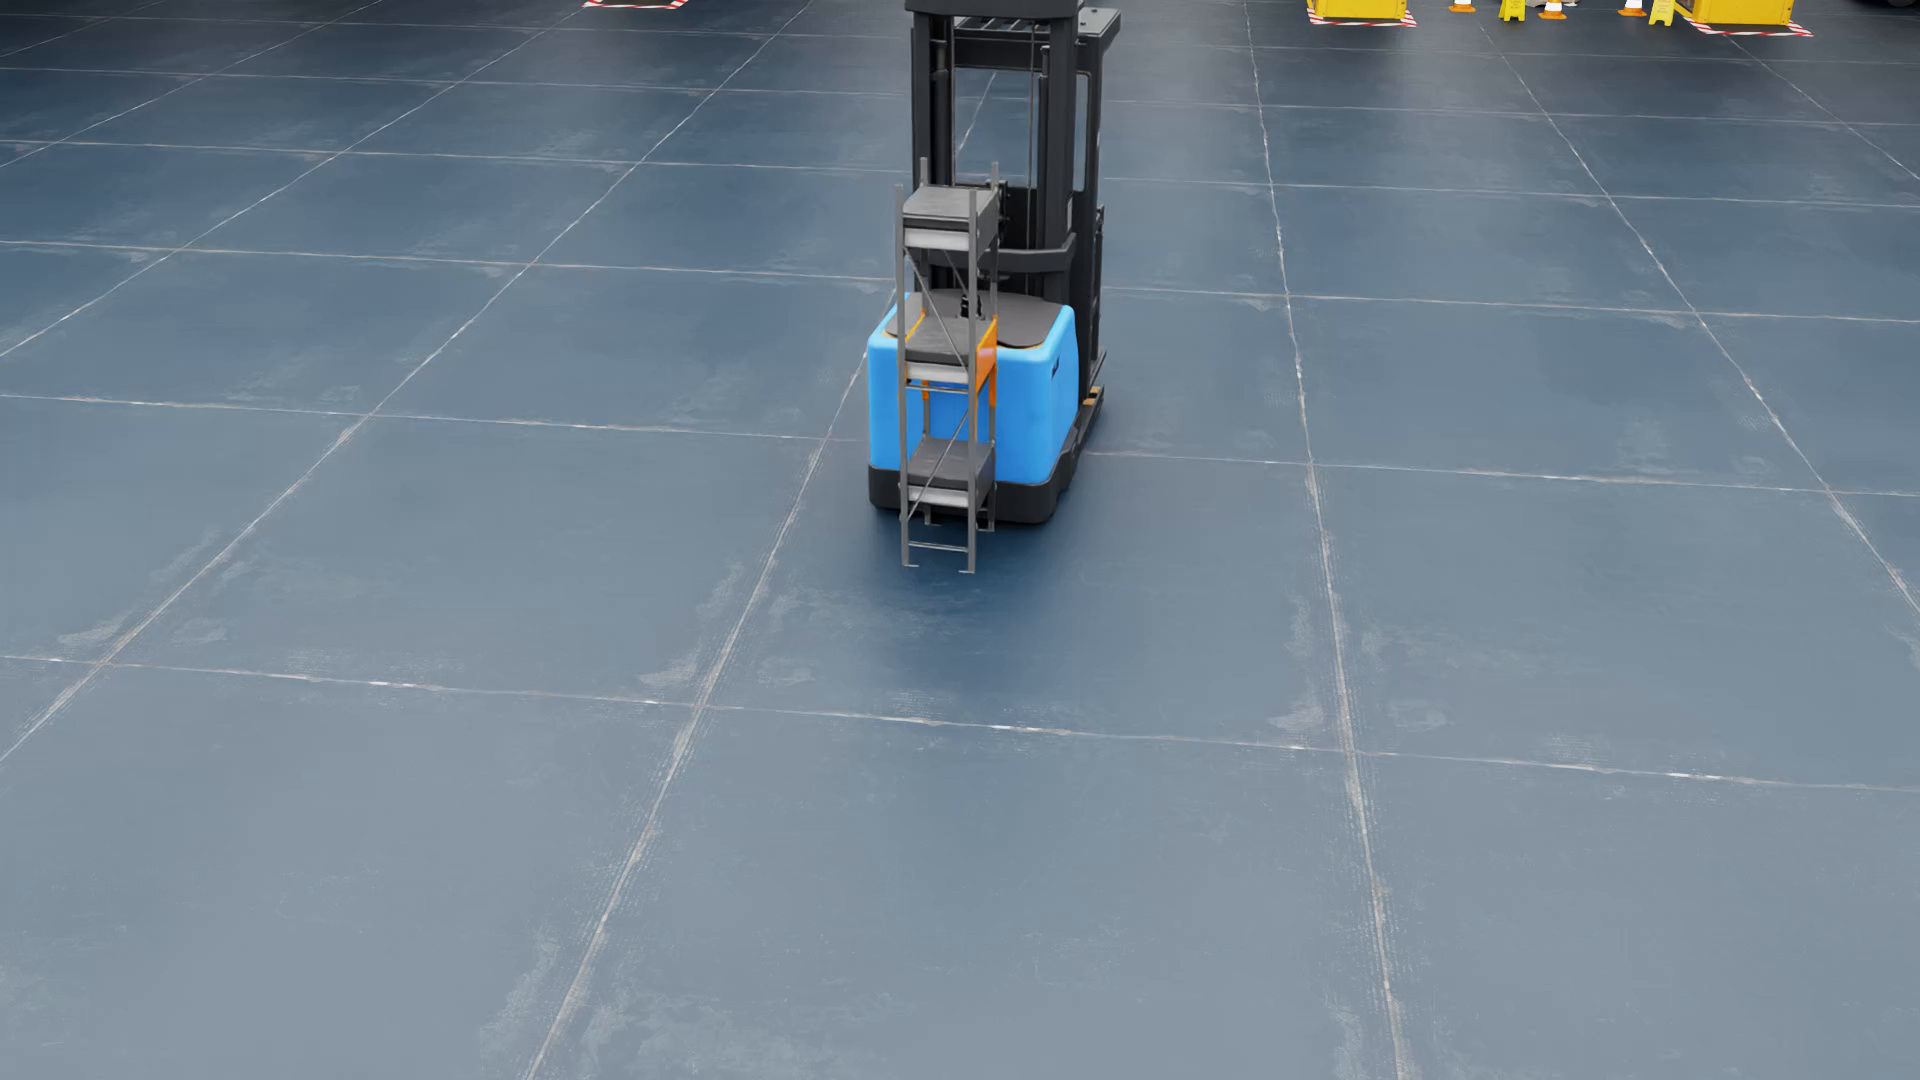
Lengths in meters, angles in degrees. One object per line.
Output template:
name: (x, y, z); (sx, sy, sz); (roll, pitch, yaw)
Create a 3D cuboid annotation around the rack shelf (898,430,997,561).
rack shelf: (-0.061, -0.246, 8.997); (0.431, 0.518, 0.480); (6, 29, 12)

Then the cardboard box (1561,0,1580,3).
cardboard box: (8.446, -7.616, 23.229); (0.380, 0.149, 0.250); (20, 34, 32)

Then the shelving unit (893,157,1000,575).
shelving unit: (-0.061, -0.874, 8.659); (0.431, 2.100, 0.503); (6, 29, 12)

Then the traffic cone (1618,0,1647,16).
traffic cone: (9.063, -7.297, 22.307); (0.336, 0.463, 0.334); (3, 28, 6)

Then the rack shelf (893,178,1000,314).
rack shelf: (-0.061, -1.479, 8.333); (0.431, 0.518, 0.480); (6, 29, 12)

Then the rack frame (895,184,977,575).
rack frame: (-0.117, -0.762, 8.450); (0.400, 2.100, 0.015); (6, 29, 12)

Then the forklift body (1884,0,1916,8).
forklift body: (13.639, -8.475, 22.713); (2.313, 2.155, 1.214); (3, 28, 6)

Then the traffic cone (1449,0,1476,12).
traffic cone: (6.840, -7.427, 22.549); (0.336, 0.463, 0.334); (3, 28, 6)

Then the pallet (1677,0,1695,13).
pallet: (10.435, -7.325, 22.625); (1.003, 0.211, 1.213); (3, 28, 6)

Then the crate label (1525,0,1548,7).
crate label: (7.954, -7.432, 22.901); (0.250, 0.136, 0.298); (-11, 30, -20)

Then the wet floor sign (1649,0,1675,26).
wet floor sign: (9.205, -7.073, 21.699); (0.267, 0.644, 0.232); (14, 31, 24)

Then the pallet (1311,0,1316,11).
pallet: (5.386, -7.530, 23.005); (1.003, 0.211, 1.213); (3, 28, 6)

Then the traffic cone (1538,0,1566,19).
traffic cone: (7.920, -7.202, 22.130); (0.336, 0.463, 0.334); (3, 28, 6)

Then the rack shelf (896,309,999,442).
rack shelf: (-0.061, -0.862, 8.665); (0.431, 0.518, 0.480); (6, 29, 12)

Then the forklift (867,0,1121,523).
forklift: (0.318, -2.065, 9.993); (1.130, 2.935, 3.031); (6, 29, 12)

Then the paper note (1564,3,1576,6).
paper note: (8.431, -7.390, 22.936); (0.148, 0.019, 0.142); (-6, 29, -11)

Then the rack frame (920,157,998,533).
rack frame: (-0.004, -0.987, 8.868); (0.400, 2.100, 0.015); (6, 29, 12)

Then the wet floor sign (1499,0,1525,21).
wet floor sign: (7.327, -7.212, 21.956); (0.267, 0.644, 0.232); (-1, 28, -3)

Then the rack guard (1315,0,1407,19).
rack guard: (5.363, -7.265, 22.208); (1.175, 0.500, 0.348); (3, 28, 6)

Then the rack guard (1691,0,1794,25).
rack guard: (10.300, -7.072, 21.850); (1.175, 0.500, 0.348); (3, 28, 6)
